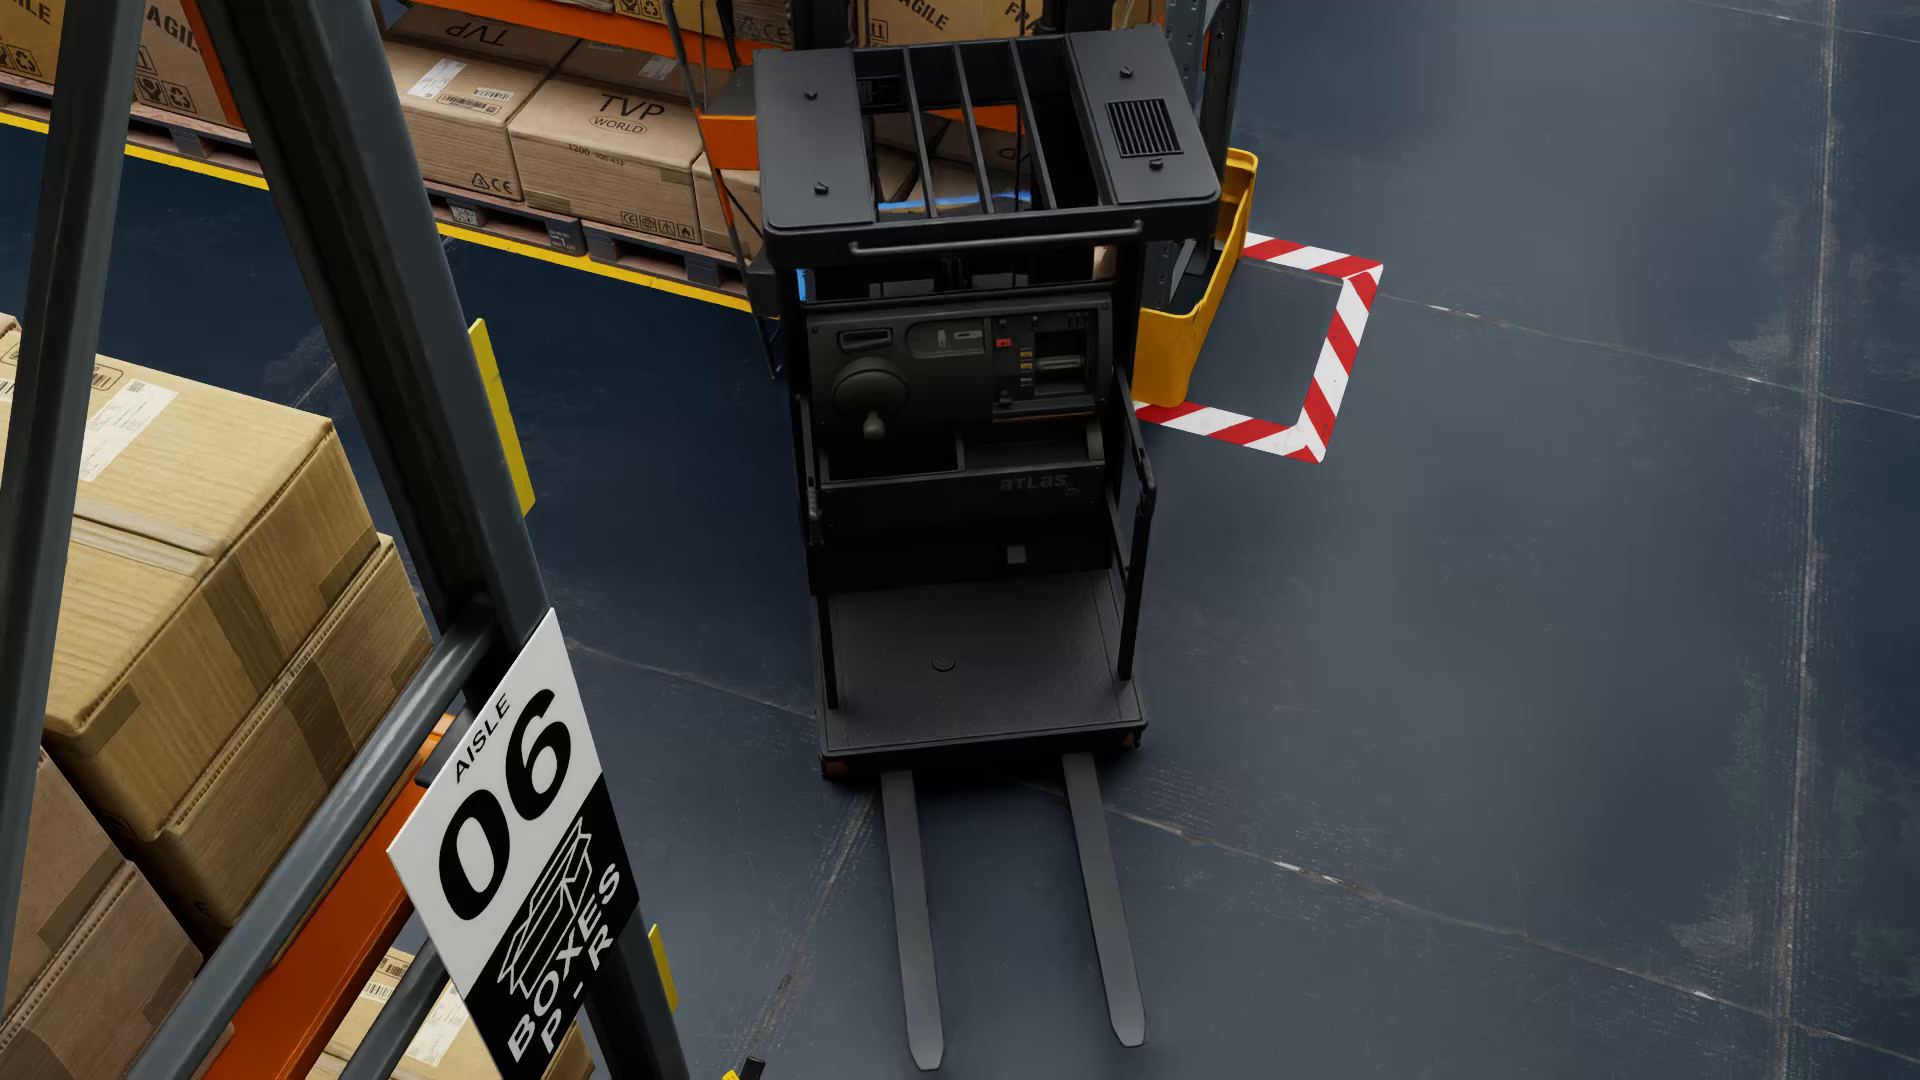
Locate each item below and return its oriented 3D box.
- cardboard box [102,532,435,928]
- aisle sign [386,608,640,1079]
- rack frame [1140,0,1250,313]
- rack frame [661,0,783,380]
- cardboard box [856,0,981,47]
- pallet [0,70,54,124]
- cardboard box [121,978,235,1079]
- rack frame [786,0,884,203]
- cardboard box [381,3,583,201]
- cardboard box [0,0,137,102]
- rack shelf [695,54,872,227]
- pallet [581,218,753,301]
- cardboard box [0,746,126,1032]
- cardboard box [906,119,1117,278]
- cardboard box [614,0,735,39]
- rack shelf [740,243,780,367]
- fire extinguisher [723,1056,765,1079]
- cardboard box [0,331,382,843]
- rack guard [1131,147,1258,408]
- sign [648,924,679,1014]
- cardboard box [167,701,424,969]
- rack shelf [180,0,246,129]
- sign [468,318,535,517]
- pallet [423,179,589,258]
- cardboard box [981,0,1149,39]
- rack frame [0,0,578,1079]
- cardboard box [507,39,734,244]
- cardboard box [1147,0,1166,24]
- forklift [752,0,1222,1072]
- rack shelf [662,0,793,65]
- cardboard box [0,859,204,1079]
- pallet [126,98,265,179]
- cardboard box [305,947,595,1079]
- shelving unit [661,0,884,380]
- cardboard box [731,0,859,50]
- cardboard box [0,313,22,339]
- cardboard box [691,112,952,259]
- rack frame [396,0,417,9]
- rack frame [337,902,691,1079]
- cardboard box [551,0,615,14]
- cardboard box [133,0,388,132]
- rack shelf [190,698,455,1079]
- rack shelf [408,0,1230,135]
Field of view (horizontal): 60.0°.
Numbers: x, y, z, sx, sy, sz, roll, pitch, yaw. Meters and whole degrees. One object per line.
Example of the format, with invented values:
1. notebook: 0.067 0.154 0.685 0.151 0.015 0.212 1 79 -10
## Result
1. cardboard box: -1.097 0.189 2.285 0.500 0.250 0.500 15 51 13
2. aisle sign: -0.610 0.488 2.388 0.004 0.787 0.394 16 51 13
3. rack frame: 0.941 -1.990 6.256 0.127 3.000 1.000 16 51 13
4. rack frame: -0.892 -1.567 6.484 0.015 2.100 0.400 6 46 19
5. cardboard box: -0.069 -2.104 6.288 0.500 0.500 0.500 15 51 12
6. pallet: -4.710 -2.591 8.622 1.213 0.211 1.003 16 51 13
7. cardboard box: -1.156 0.709 2.097 0.250 0.149 0.380 17 51 14
8. rack frame: -0.432 -1.515 6.328 0.015 2.100 0.400 6 46 19
9. cardboard box: -2.260 -2.095 7.765 0.875 0.438 0.875 15 51 13
10. cardboard box: -4.271 -2.816 8.100 0.875 0.875 0.875 17 51 14
11. rack shelf: -0.660 -1.532 6.415 0.480 0.518 0.431 6 46 19
12. pallet: -0.977 -1.551 7.721 1.213 0.211 1.003 16 51 13
13. cardboard box: -1.289 0.416 1.757 0.500 0.250 0.500 14 51 12
14. cardboard box: 0.287 -1.390 7.154 0.875 0.438 0.875 14 51 12
15. cardboard box: -1.044 -2.357 6.508 0.500 0.500 0.500 17 51 14
16. rack shelf: -0.554 -1.033 6.894 0.480 0.518 0.431 6 46 19
17. fire extinguisher: -0.478 1.388 3.626 0.183 0.674 0.296 16 51 13
18. cardboard box: -1.105 0.041 2.082 0.500 0.250 0.500 15 51 13
19. rack guard: 0.963 -1.165 7.195 0.348 0.500 1.175 16 51 13
20. sign: -0.588 0.861 3.212 0.005 0.325 0.100 16 51 13
21. cardboard box: -0.994 0.381 2.382 0.250 0.149 0.380 17 51 14
22. rack shelf: -2.652 -0.722 1.665 4.000 0.370 1.077 16 51 13
23. sign: -0.588 -0.124 2.075 0.005 0.325 0.100 16 51 13
24. pallet: -2.125 -1.870 7.997 1.213 0.211 1.003 16 51 13
25. cardboard box: 0.397 -1.962 6.165 0.500 0.500 0.500 16 51 13
26. rack frame: -0.776 -0.435 0.938 0.127 3.000 1.000 16 51 13
27. cardboard box: -1.420 -1.861 7.562 0.875 0.438 0.875 14 51 12
28. cardboard box: 0.590 -2.352 6.503 0.500 0.500 0.500 15 51 13
29. forklift: 0.033 -0.423 4.943 1.130 2.935 3.031 -5 49 -4
30. rack shelf: -0.766 -2.031 5.936 0.480 0.518 0.431 6 46 19
31. cardboard box: -1.287 0.575 1.950 0.500 0.250 0.500 15 51 12
32. pallet: -3.561 -2.273 8.346 1.213 0.211 1.003 16 51 13
33. cardboard box: -1.108 1.171 3.418 0.500 0.250 0.500 16 51 13
34. shelving unit: -0.662 -1.541 6.406 0.503 2.100 0.431 6 46 19
35. cardboard box: -0.555 -2.231 6.399 0.500 0.500 0.500 17 51 14
36. cardboard box: -1.576 -0.106 2.209 0.500 0.250 0.500 15 51 13
37. cardboard box: -0.574 -1.624 7.356 0.875 0.438 0.875 17 51 14
38. rack frame: -2.811 -3.038 7.164 0.127 3.000 1.000 16 51 13
39. rack frame: -0.776 1.529 3.205 0.127 3.000 1.000 16 51 13
40. cardboard box: -1.527 -2.492 6.625 0.500 0.500 0.500 16 51 13
41. cardboard box: -3.421 -2.585 7.899 0.875 0.875 0.875 17 51 14
42. rack shelf: -2.652 0.259 2.798 4.000 0.370 1.077 16 51 13
43. rack shelf: -0.935 -2.278 6.982 4.000 0.370 1.077 16 51 13
